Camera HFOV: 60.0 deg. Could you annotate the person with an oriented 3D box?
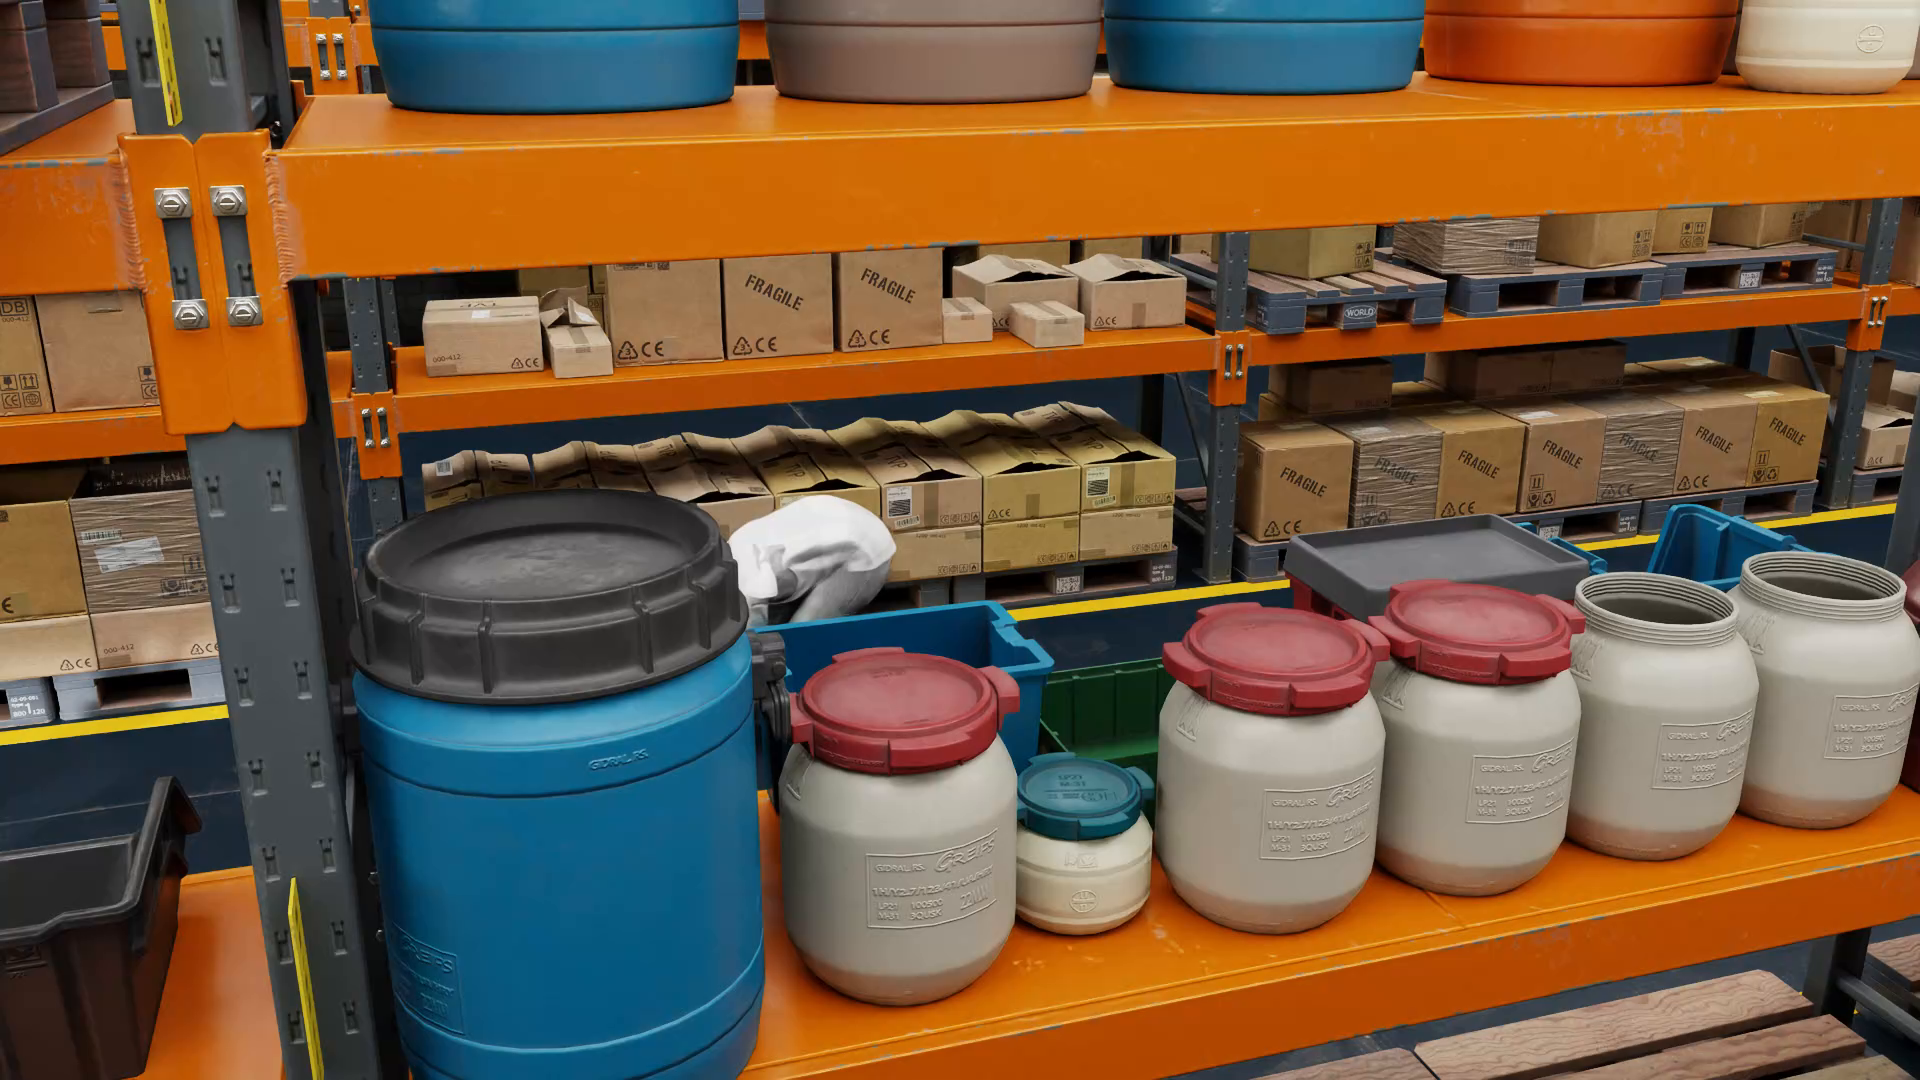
[{"bbox_3d":[-0.758,0.335,6.756,0.997,0.988,0.506,-7,20,-20],"label":"person"}]
